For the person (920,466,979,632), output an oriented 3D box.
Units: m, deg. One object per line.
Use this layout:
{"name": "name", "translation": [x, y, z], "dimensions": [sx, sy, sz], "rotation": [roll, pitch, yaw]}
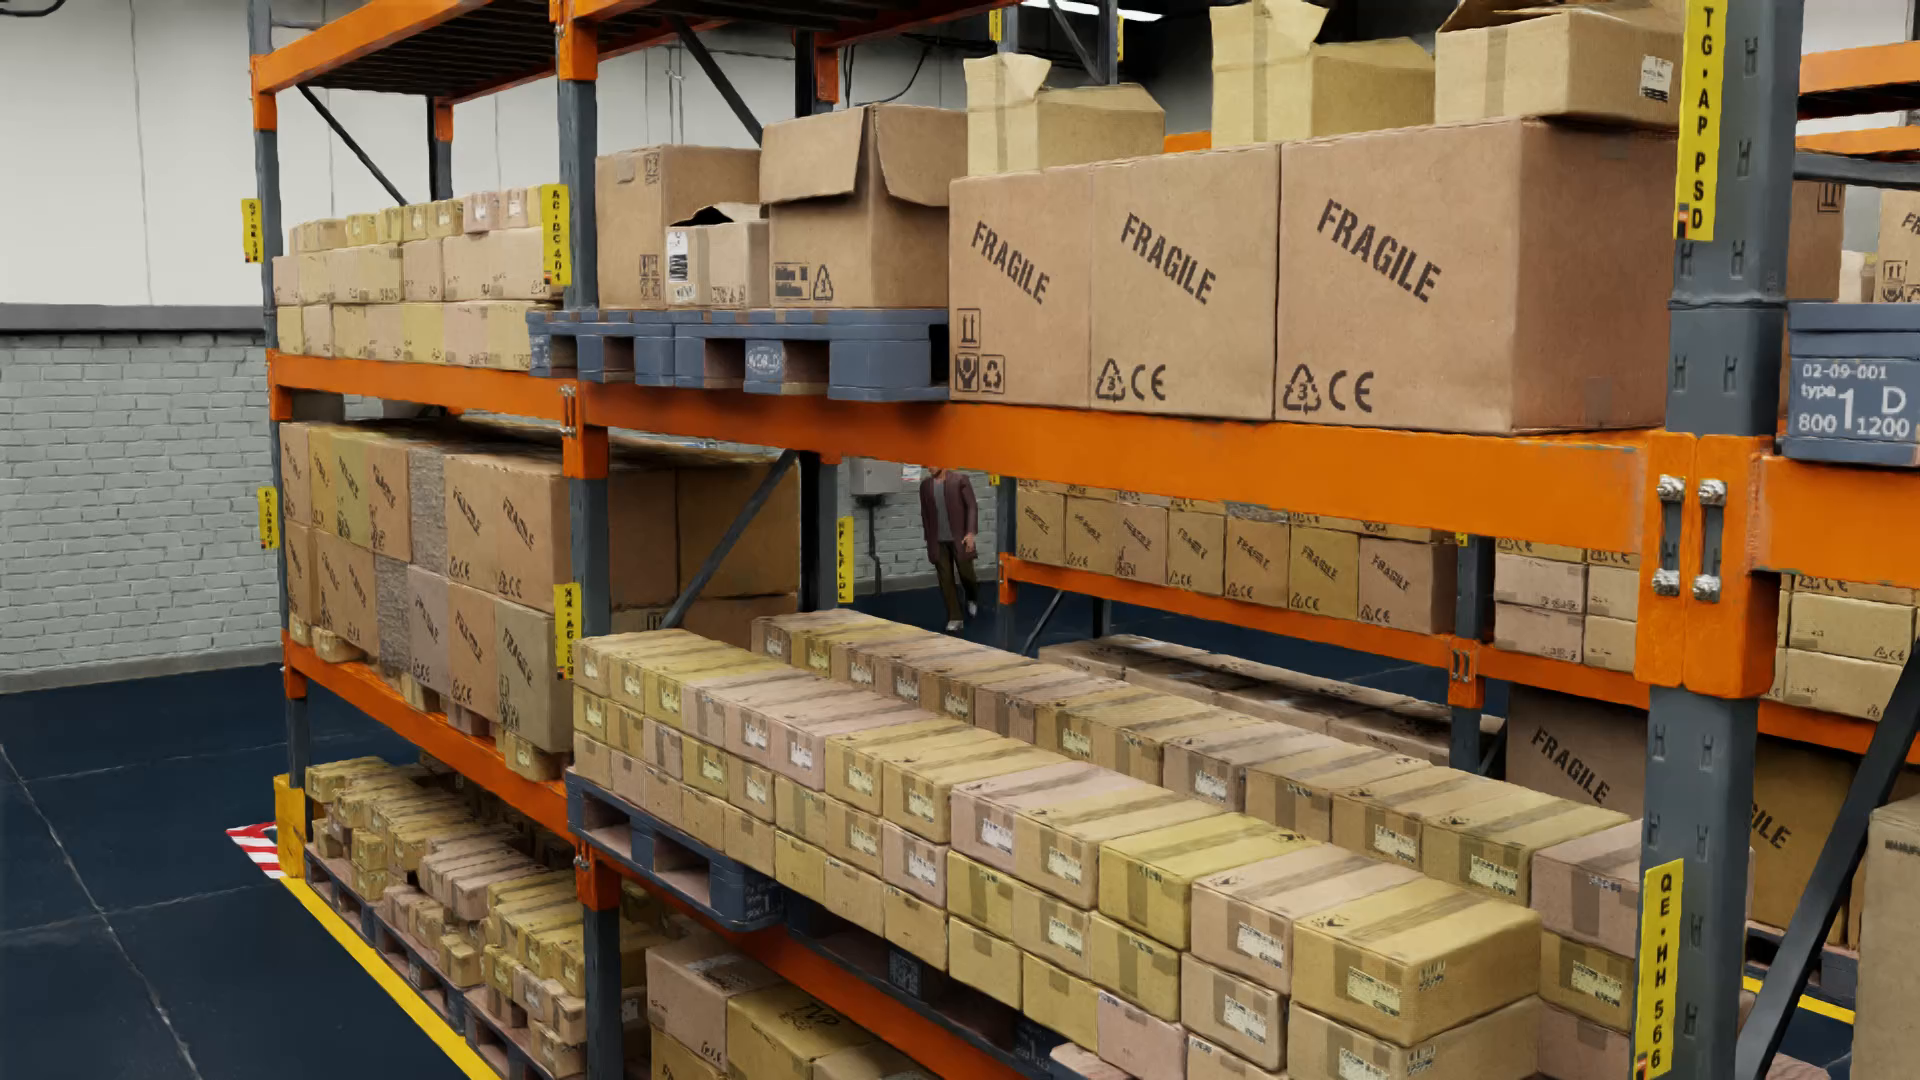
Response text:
{"name": "person", "translation": [-0.093, -0.018, 16.081], "dimensions": [0.625, 1.749, 0.778], "rotation": [2, 8, 17]}
